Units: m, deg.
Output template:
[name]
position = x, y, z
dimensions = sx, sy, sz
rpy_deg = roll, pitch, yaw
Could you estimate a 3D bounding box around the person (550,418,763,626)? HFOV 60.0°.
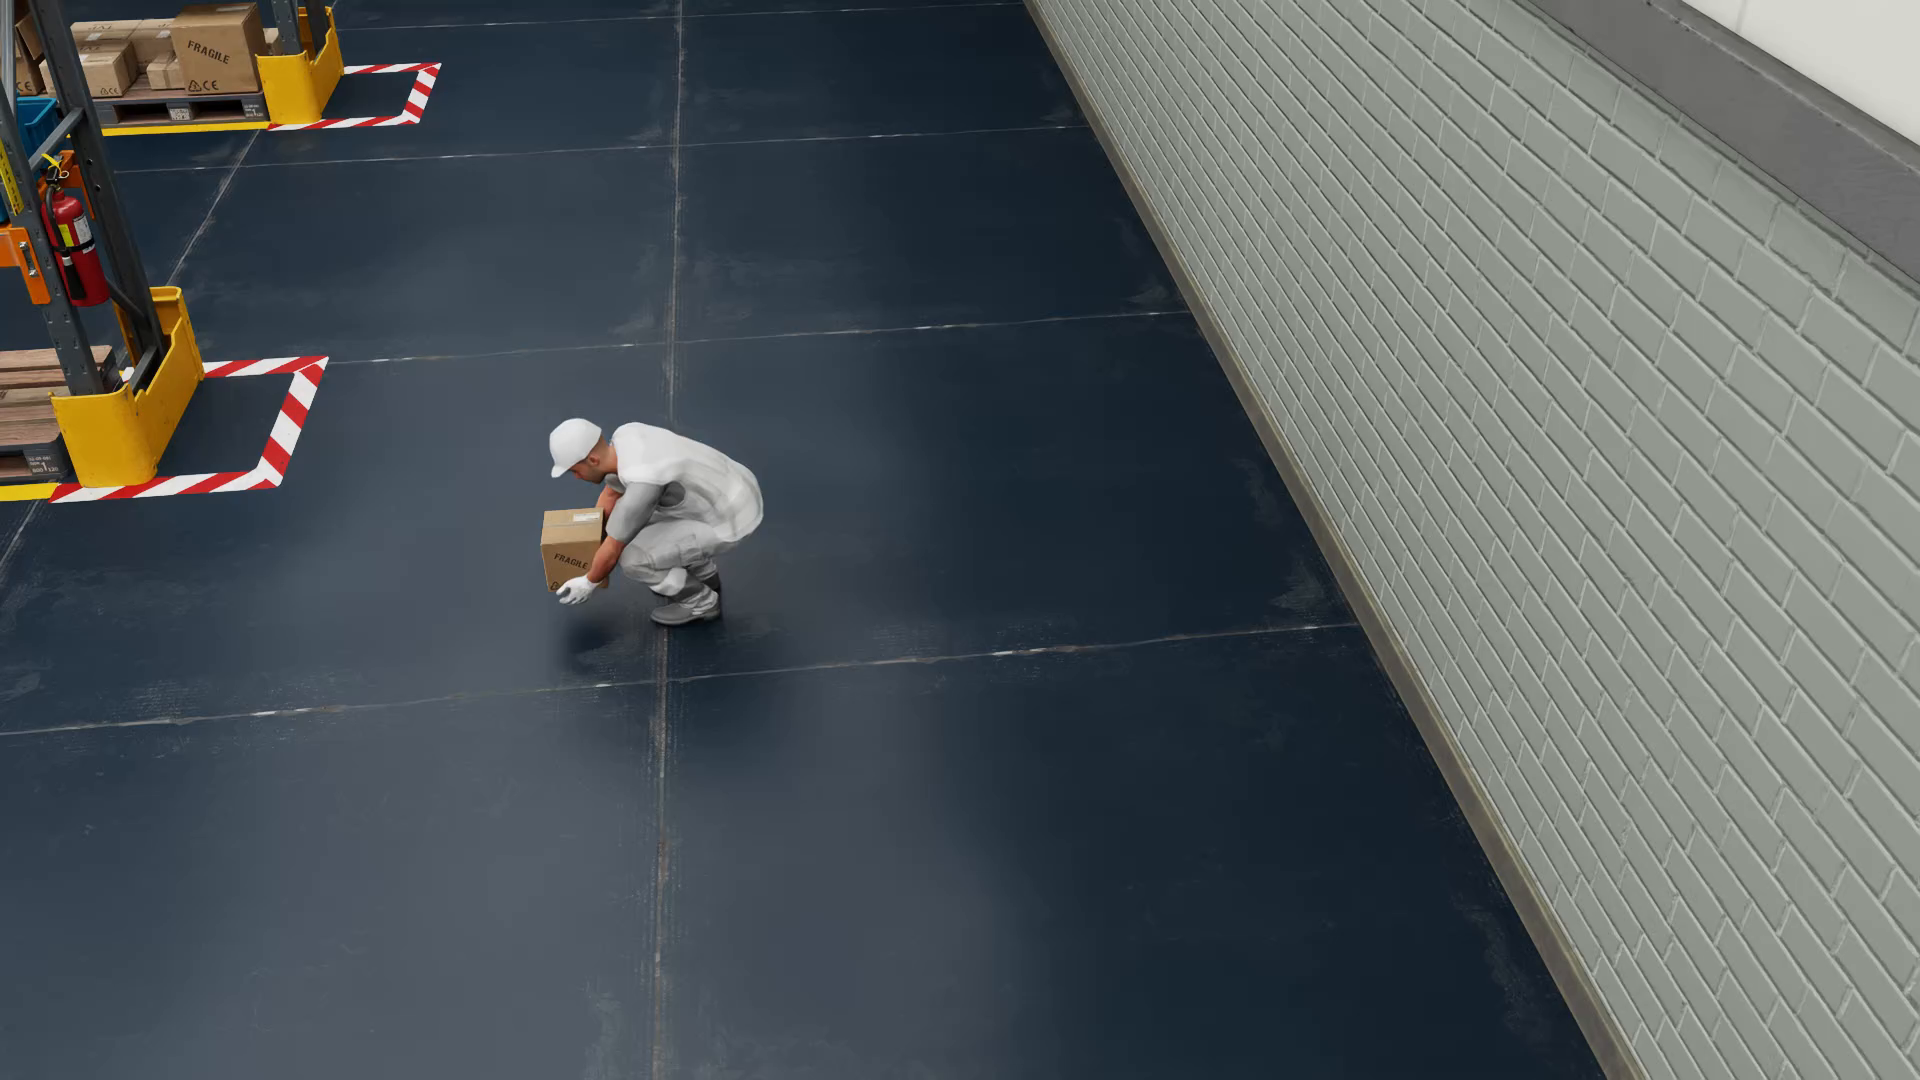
[person]
position = -1.276, -0.112, 6.994
dimensions = 0.895, 0.993, 0.560
rpy_deg = -4, 35, -6
